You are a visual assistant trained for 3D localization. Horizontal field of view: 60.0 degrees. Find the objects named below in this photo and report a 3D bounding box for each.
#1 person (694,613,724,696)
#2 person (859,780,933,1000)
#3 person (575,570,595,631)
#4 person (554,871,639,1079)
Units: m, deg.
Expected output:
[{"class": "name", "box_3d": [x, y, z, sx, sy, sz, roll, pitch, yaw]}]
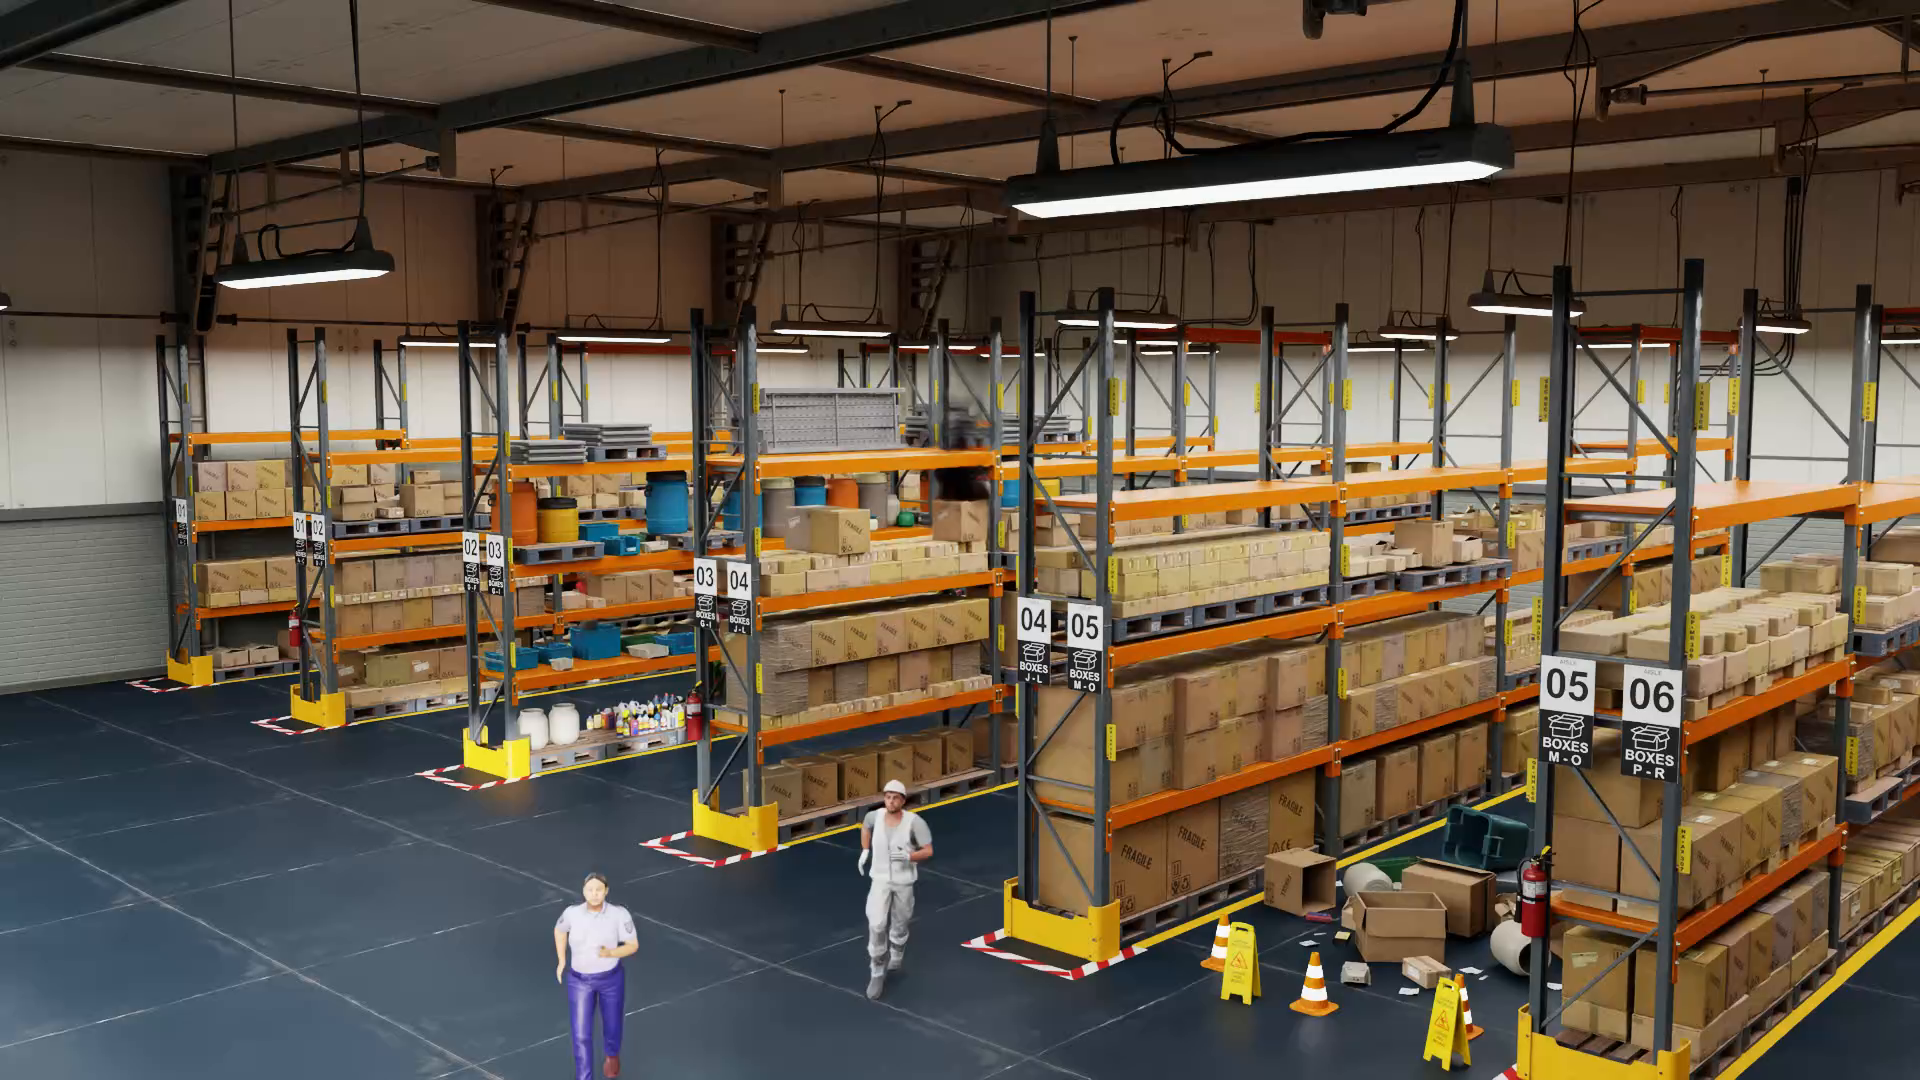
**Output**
[{"class": "person", "box_3d": [-4.112, 1.717, 27.314, 0.643, 1.742, 0.608, 3, 6, 26]}, {"class": "person", "box_3d": [-0.548, 2.932, 14.229, 0.654, 1.805, 0.760, 0, 5, 4]}, {"class": "person", "box_3d": [-6.936, 1.400, 30.891, 0.648, 1.773, 0.849, 4, 7, 39]}, {"class": "person", "box_3d": [-2.615, 3.209, 11.977, 0.598, 1.654, 0.918, -1, 5, -12]}]
